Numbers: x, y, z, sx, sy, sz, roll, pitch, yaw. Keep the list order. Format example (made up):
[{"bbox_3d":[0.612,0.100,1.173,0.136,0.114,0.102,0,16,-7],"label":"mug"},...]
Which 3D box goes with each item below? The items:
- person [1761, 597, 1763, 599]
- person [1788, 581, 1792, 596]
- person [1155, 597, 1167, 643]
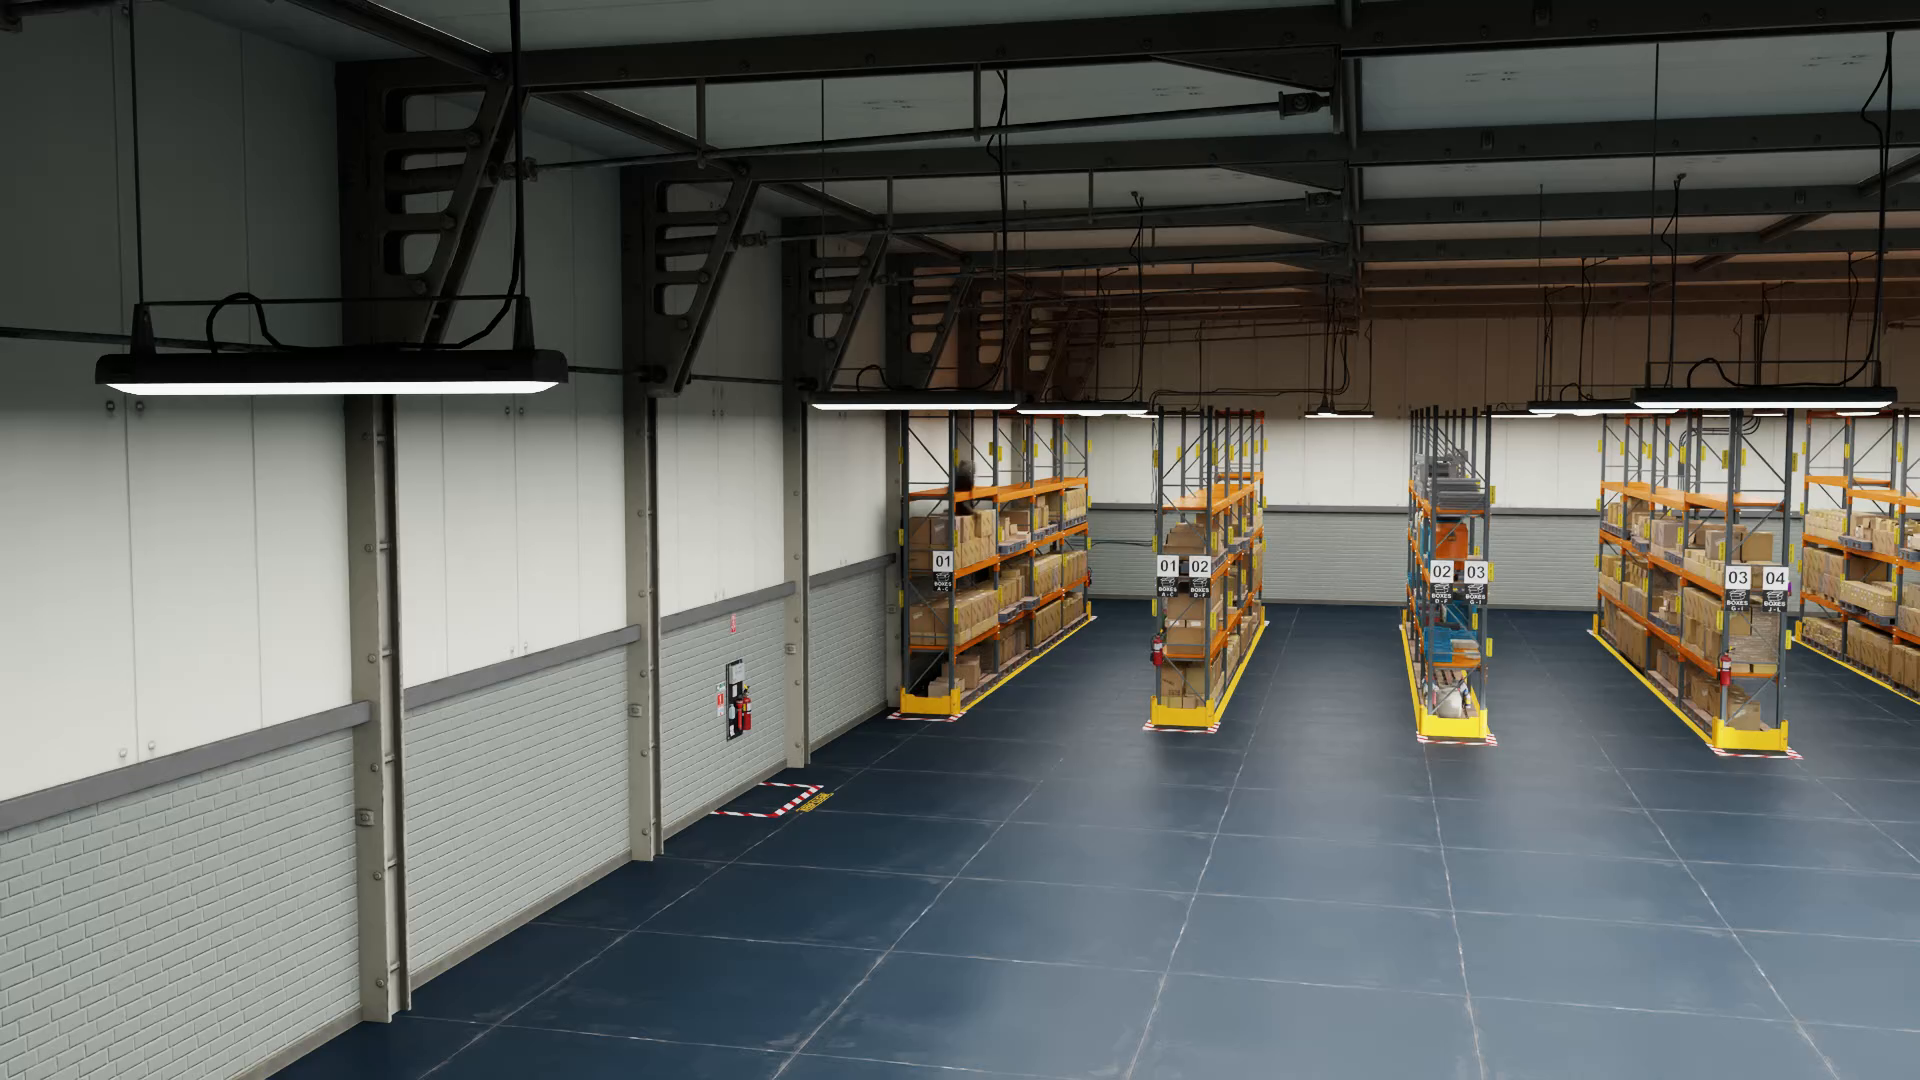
[{"bbox_3d":[19.195,2.007,39.600,0.682,1.811,0.824,1,4,14],"label":"person"},{"bbox_3d":[22.010,1.664,44.707,0.687,1.805,0.718,-4,6,-43],"label":"person"},{"bbox_3d":[5.237,1.897,42.135,0.659,1.540,1.113,2,5,30],"label":"person"}]
